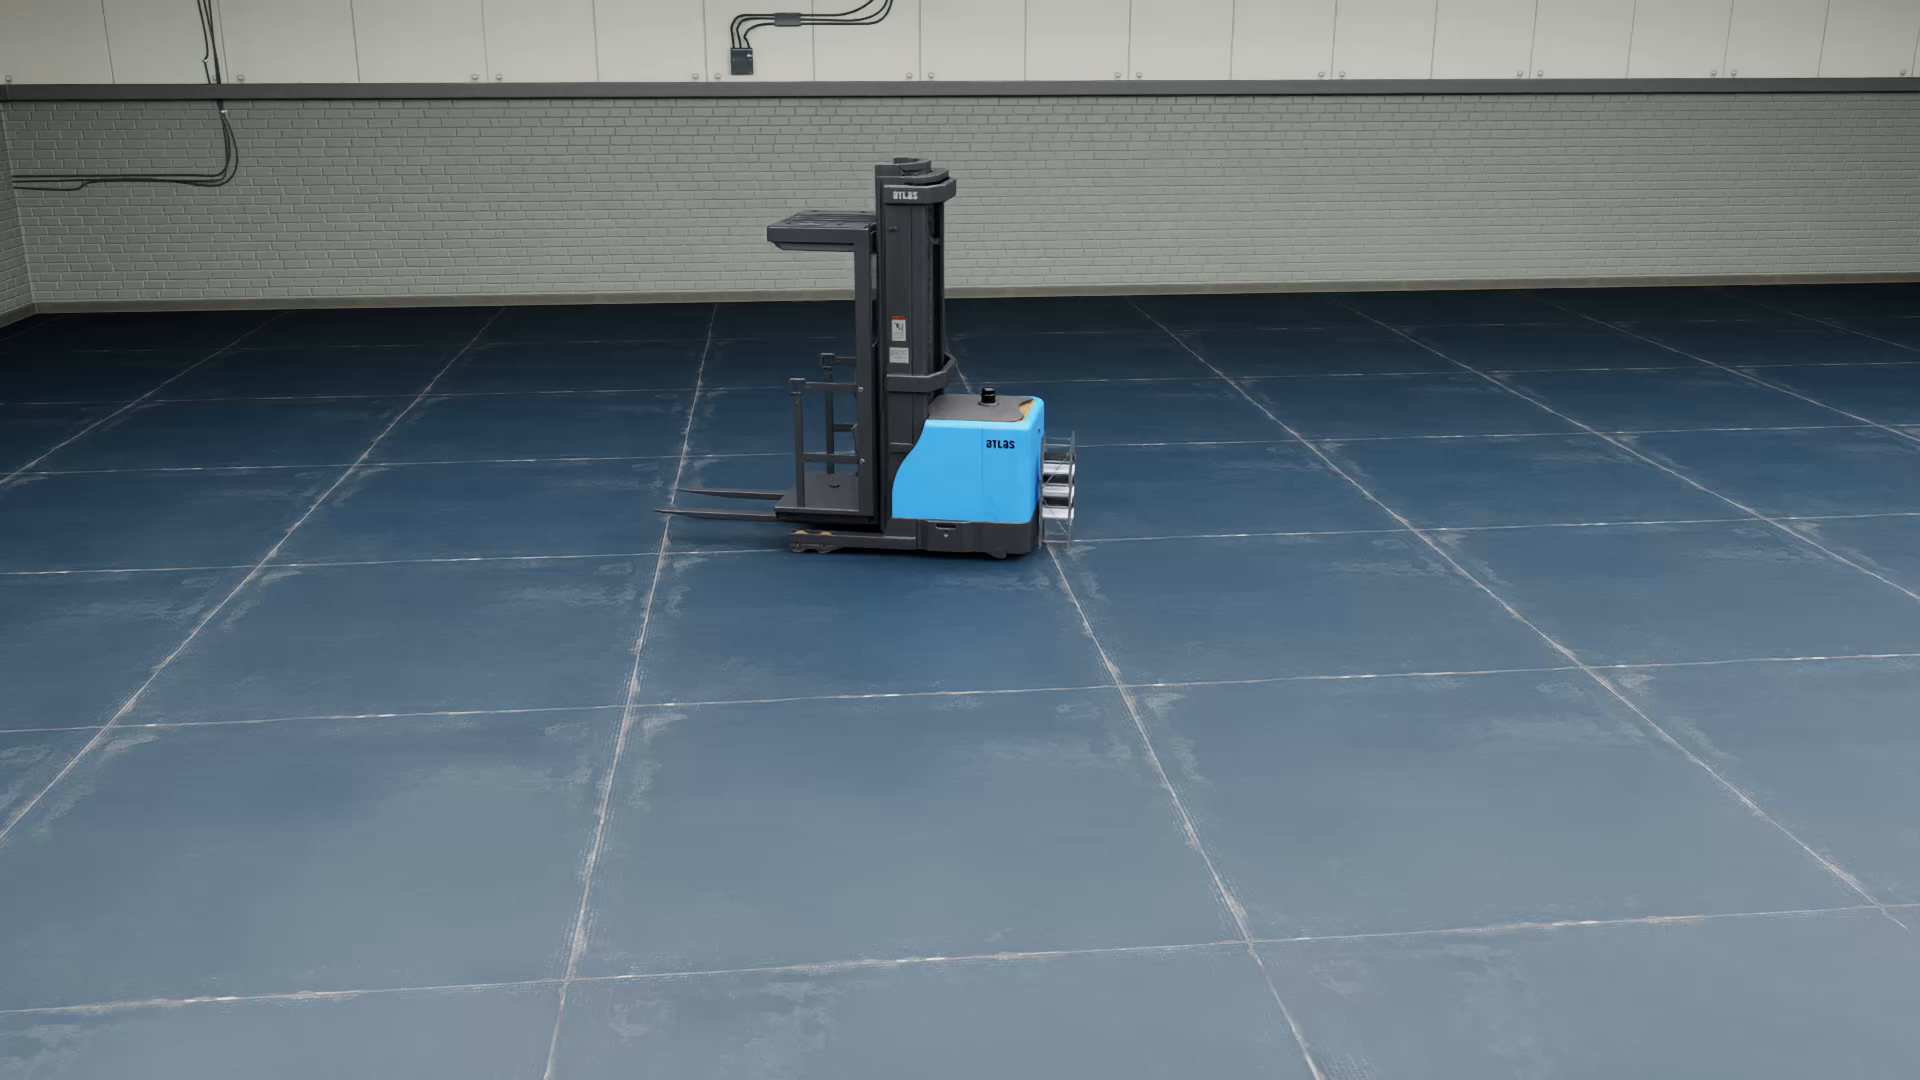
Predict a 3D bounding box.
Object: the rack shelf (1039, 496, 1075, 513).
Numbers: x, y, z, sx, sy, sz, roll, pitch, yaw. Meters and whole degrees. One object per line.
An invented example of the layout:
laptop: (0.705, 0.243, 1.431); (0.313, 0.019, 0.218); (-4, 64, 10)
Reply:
rack shelf: (0.753, -0.270, 12.945); (0.258, 0.077, 0.200); (3, 18, 9)

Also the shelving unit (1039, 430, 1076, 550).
shelving unit: (0.754, -0.388, 12.908); (0.258, 0.900, 0.210); (3, 18, 9)

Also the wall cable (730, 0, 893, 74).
wall cable: (-2.048, -9.412, 22.457); (2.305, 6.003, 0.169); (-2, 18, -6)

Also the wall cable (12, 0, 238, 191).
wall cable: (-11.492, -6.020, 22.512); (3.097, 2.526, 0.112); (-2, 18, -6)

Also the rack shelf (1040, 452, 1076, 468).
rack shelf: (0.755, -0.614, 12.837); (0.258, 0.077, 0.200); (3, 18, 9)

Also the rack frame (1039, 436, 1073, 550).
rack frame: (0.738, -0.358, 12.813); (0.240, 0.900, 0.006); (3, 18, 9)

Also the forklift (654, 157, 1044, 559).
forklift: (-0.883, -1.446, 12.891); (3.031, 2.935, 1.130); (3, 18, 9)

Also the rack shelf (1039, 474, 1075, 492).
rack shelf: (0.754, -0.442, 12.891); (0.258, 0.077, 0.200); (3, 18, 9)

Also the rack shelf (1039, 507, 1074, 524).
rack shelf: (0.753, -0.184, 12.972); (0.258, 0.077, 0.200); (3, 18, 9)

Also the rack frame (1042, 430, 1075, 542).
rack frame: (0.770, -0.418, 13.004); (0.240, 0.900, 0.006); (3, 18, 9)

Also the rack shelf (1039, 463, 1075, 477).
rack shelf: (0.754, -0.528, 12.864); (0.258, 0.077, 0.200); (3, 18, 9)

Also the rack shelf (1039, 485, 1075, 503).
rack shelf: (0.754, -0.356, 12.918); (0.258, 0.077, 0.200); (3, 18, 9)
